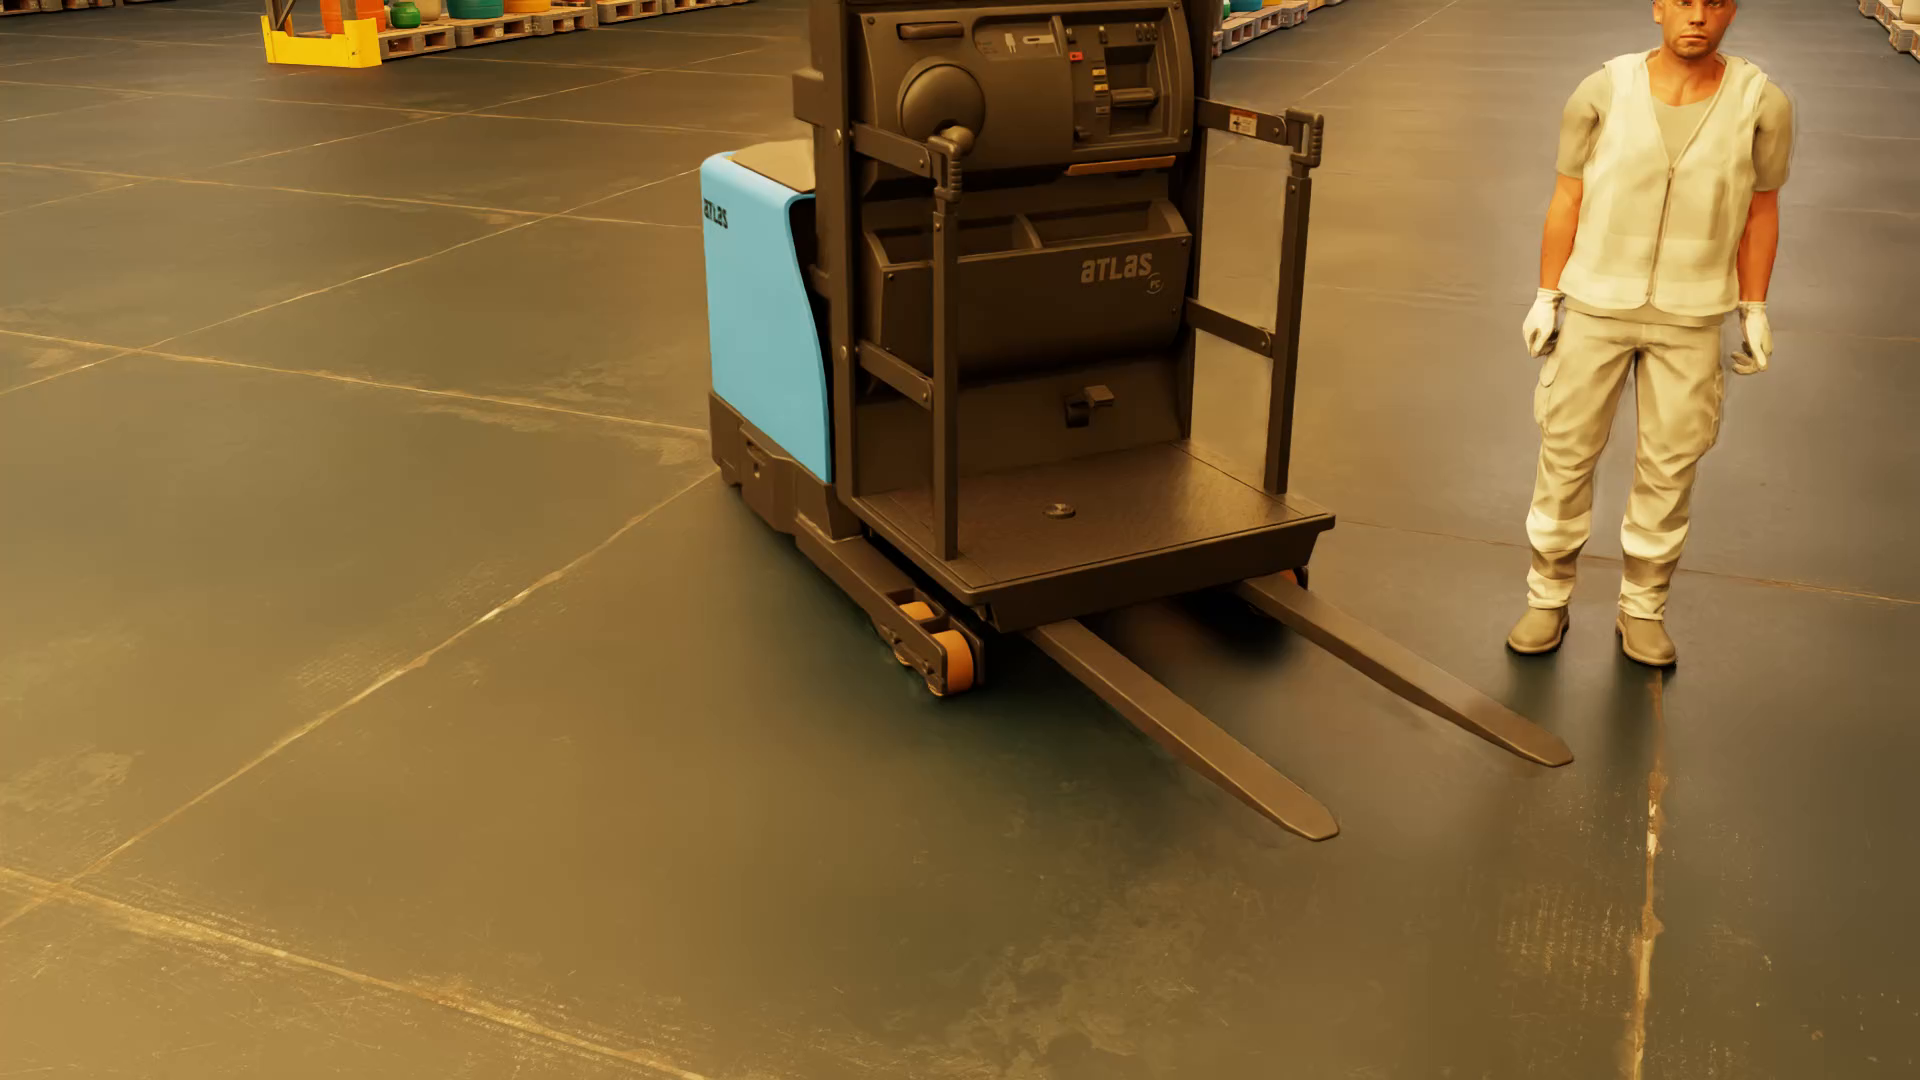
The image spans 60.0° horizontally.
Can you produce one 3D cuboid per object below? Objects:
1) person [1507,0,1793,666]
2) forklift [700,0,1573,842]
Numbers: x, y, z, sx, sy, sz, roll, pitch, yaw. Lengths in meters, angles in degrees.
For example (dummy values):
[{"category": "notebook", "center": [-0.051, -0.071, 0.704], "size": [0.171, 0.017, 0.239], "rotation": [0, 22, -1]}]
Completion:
[{"category": "person", "center": [1.699, -0.551, 4.098], "size": [0.580, 1.794, 0.330], "rotation": [7, 24, 16]}, {"category": "forklift", "center": [0.286, -1.156, 4.058], "size": [1.130, 2.935, 3.031], "rotation": [-11, 25, -25]}]
